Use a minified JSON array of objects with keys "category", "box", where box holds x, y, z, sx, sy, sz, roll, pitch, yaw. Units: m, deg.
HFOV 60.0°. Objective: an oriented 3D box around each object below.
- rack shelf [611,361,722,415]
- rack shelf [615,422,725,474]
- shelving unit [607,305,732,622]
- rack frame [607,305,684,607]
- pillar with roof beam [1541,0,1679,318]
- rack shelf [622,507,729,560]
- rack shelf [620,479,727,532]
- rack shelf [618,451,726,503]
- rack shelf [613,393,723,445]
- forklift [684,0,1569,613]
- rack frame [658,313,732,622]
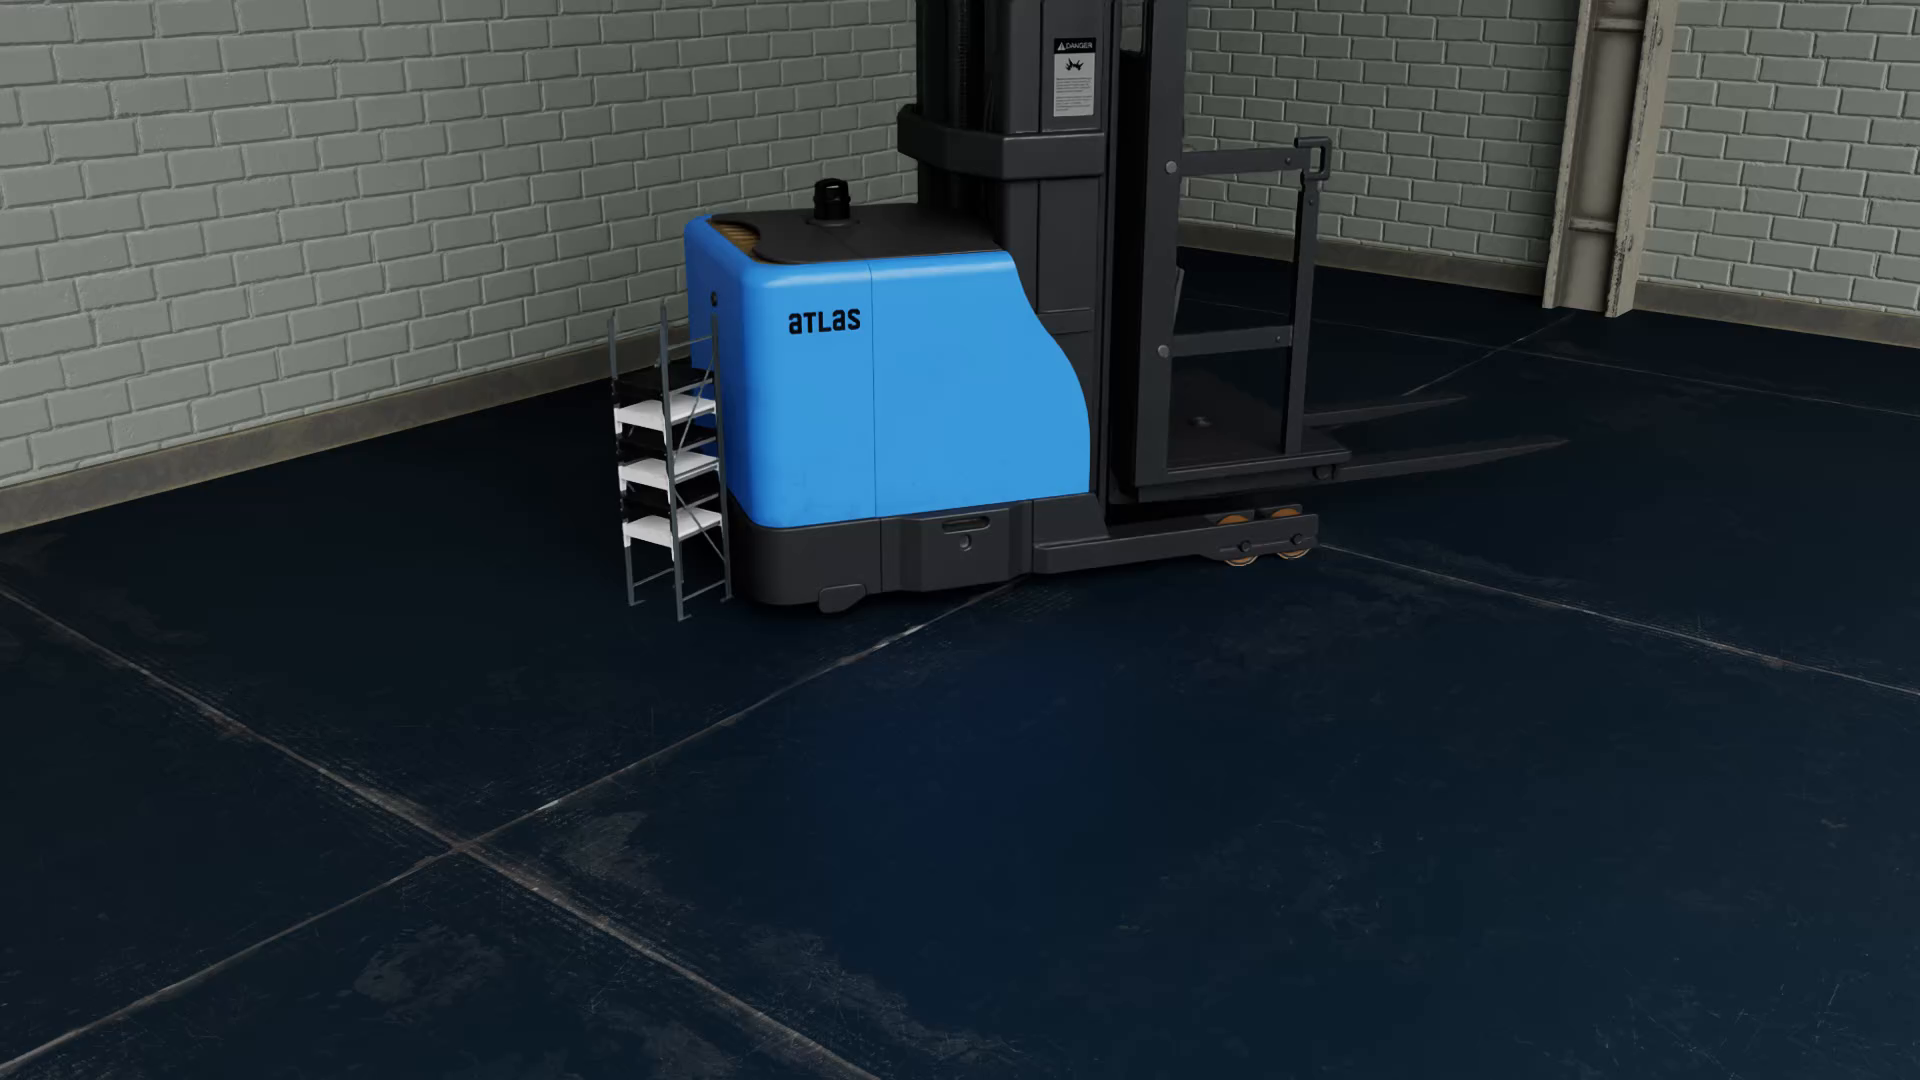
[{"category":"rack shelf","box":[-0.867,-0.452,4.920,0.200,0.077,0.258,13,24,32]},{"category":"rack shelf","box":[-0.867,-0.283,4.984,0.200,0.077,0.258,13,24,32]},{"category":"shelving unit","box":[-0.867,-0.230,5.004,0.210,0.900,0.258,13,24,32]},{"category":"rack frame","box":[-0.951,-0.250,5.057,0.006,0.900,0.240,13,24,32]},{"category":"pillar with roof beam","box":[0.678,-4.294,4.301,0.400,9.000,9.100,16,26,36]},{"category":"rack shelf","box":[-0.867,-0.031,5.079,0.200,0.077,0.258,13,24,32]},{"category":"rack shelf","box":[-0.867,-0.115,5.047,0.200,0.077,0.258,13,24,32]},{"category":"rack shelf","box":[-0.867,-0.199,5.015,0.200,0.077,0.258,13,24,32]},{"category":"rack shelf","box":[-0.867,-0.368,4.952,0.200,0.077,0.258,13,24,32]},{"category":"forklift","box":[0.657,-1.451,5.363,3.031,2.935,1.130,-7,22,-18]},{"category":"rack frame","box":[-0.783,-0.210,4.950,0.006,0.900,0.240,13,24,32]}]
